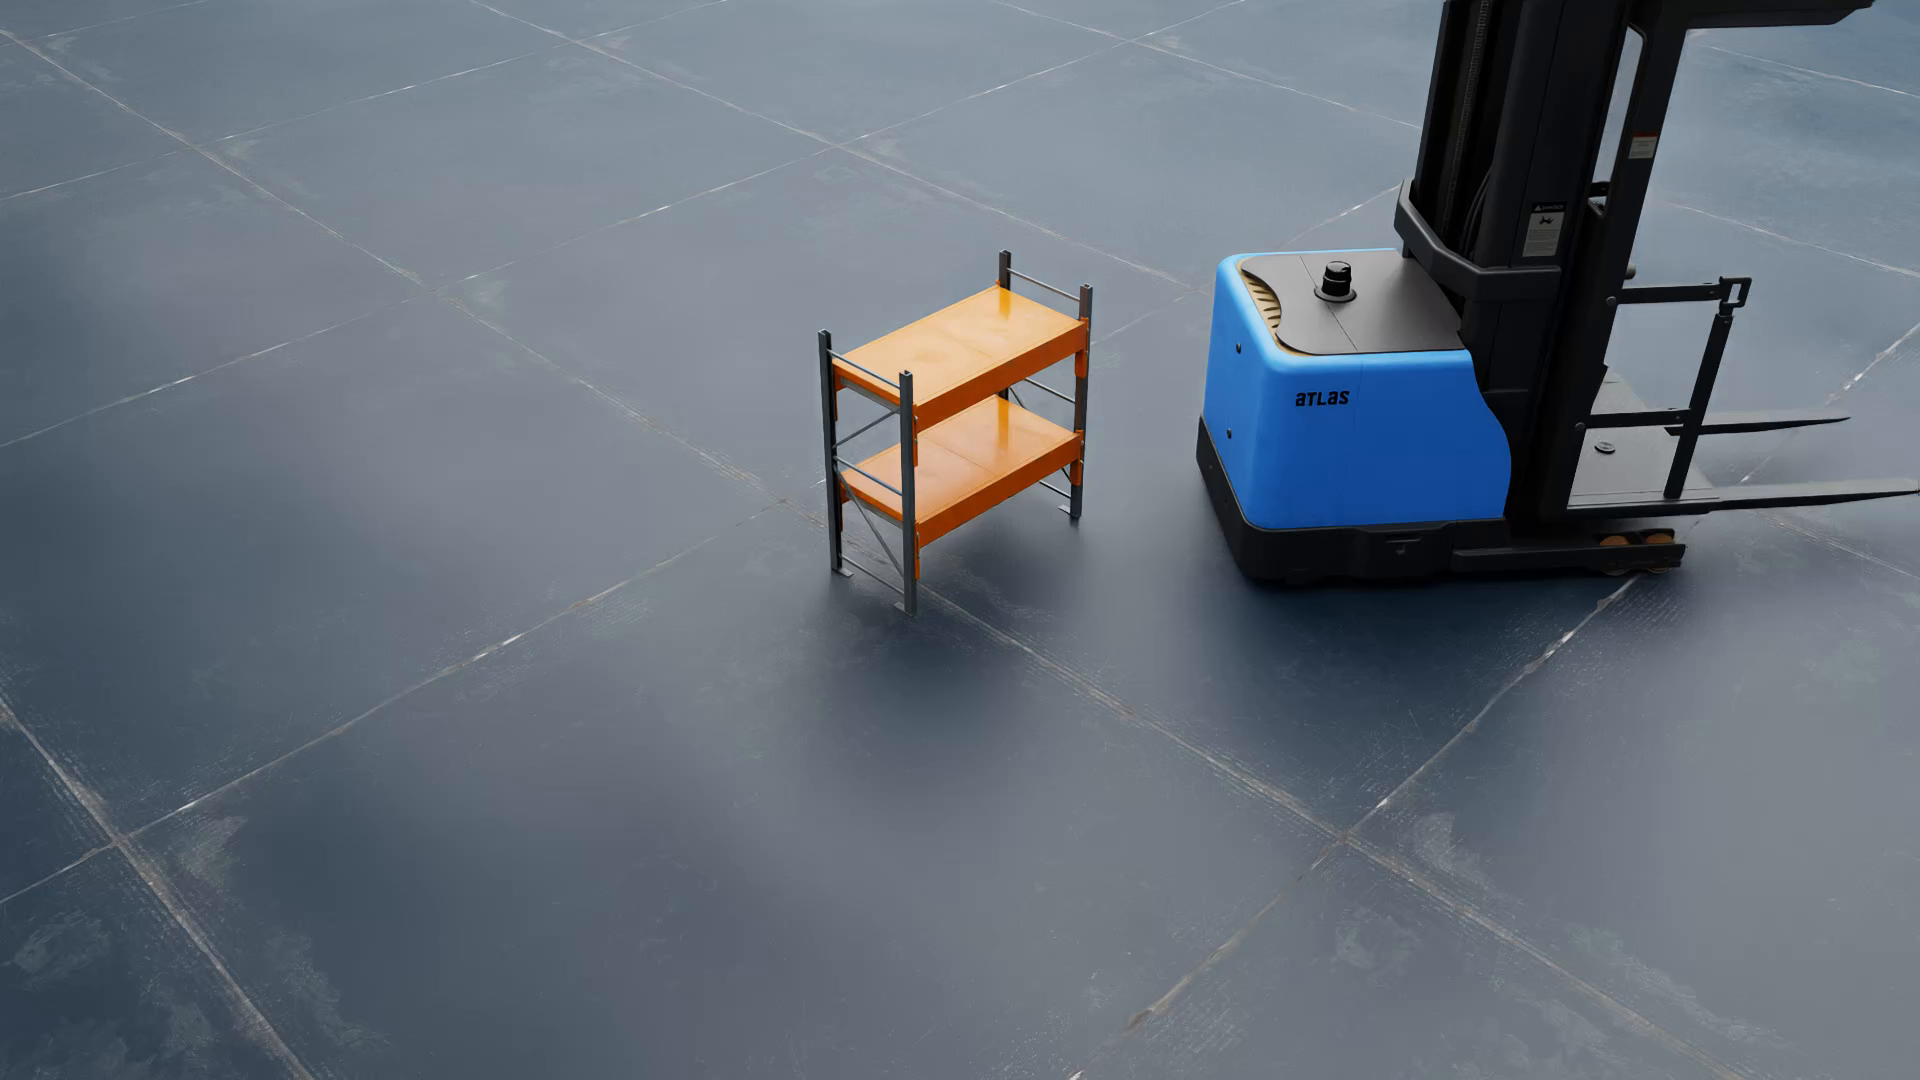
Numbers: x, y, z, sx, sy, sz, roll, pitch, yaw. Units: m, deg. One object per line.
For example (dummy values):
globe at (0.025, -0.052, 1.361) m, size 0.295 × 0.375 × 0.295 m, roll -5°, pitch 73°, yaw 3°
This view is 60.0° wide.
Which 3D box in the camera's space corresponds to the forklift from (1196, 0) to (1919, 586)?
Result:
forklift at (2.634, -1.353, 6.627) m, size 3.031 × 2.935 × 1.130 m, roll -3°, pitch 35°, yaw -4°

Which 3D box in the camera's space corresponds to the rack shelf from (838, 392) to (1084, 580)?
rack shelf at (-0.005, -0.258, 7.064) m, size 0.538 × 0.278 × 1.000 m, roll 30°, pitch 45°, yaw 35°

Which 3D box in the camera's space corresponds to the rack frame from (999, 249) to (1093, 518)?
rack frame at (0.353, -0.665, 7.220) m, size 0.500 × 1.125 × 0.032 m, roll 30°, pitch 45°, yaw 35°

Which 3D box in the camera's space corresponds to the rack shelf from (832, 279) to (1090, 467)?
rack shelf at (-0.005, -0.699, 6.757) m, size 0.538 × 0.278 × 1.000 m, roll 30°, pitch 45°, yaw 35°

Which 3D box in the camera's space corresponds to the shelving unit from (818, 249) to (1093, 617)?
shelving unit at (-0.005, -0.459, 6.924) m, size 0.538 × 1.125 × 1.048 m, roll 30°, pitch 45°, yaw 35°

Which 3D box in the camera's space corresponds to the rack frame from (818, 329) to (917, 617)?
rack frame at (-0.363, -0.252, 6.628) m, size 0.500 × 1.125 × 0.032 m, roll 30°, pitch 45°, yaw 35°
